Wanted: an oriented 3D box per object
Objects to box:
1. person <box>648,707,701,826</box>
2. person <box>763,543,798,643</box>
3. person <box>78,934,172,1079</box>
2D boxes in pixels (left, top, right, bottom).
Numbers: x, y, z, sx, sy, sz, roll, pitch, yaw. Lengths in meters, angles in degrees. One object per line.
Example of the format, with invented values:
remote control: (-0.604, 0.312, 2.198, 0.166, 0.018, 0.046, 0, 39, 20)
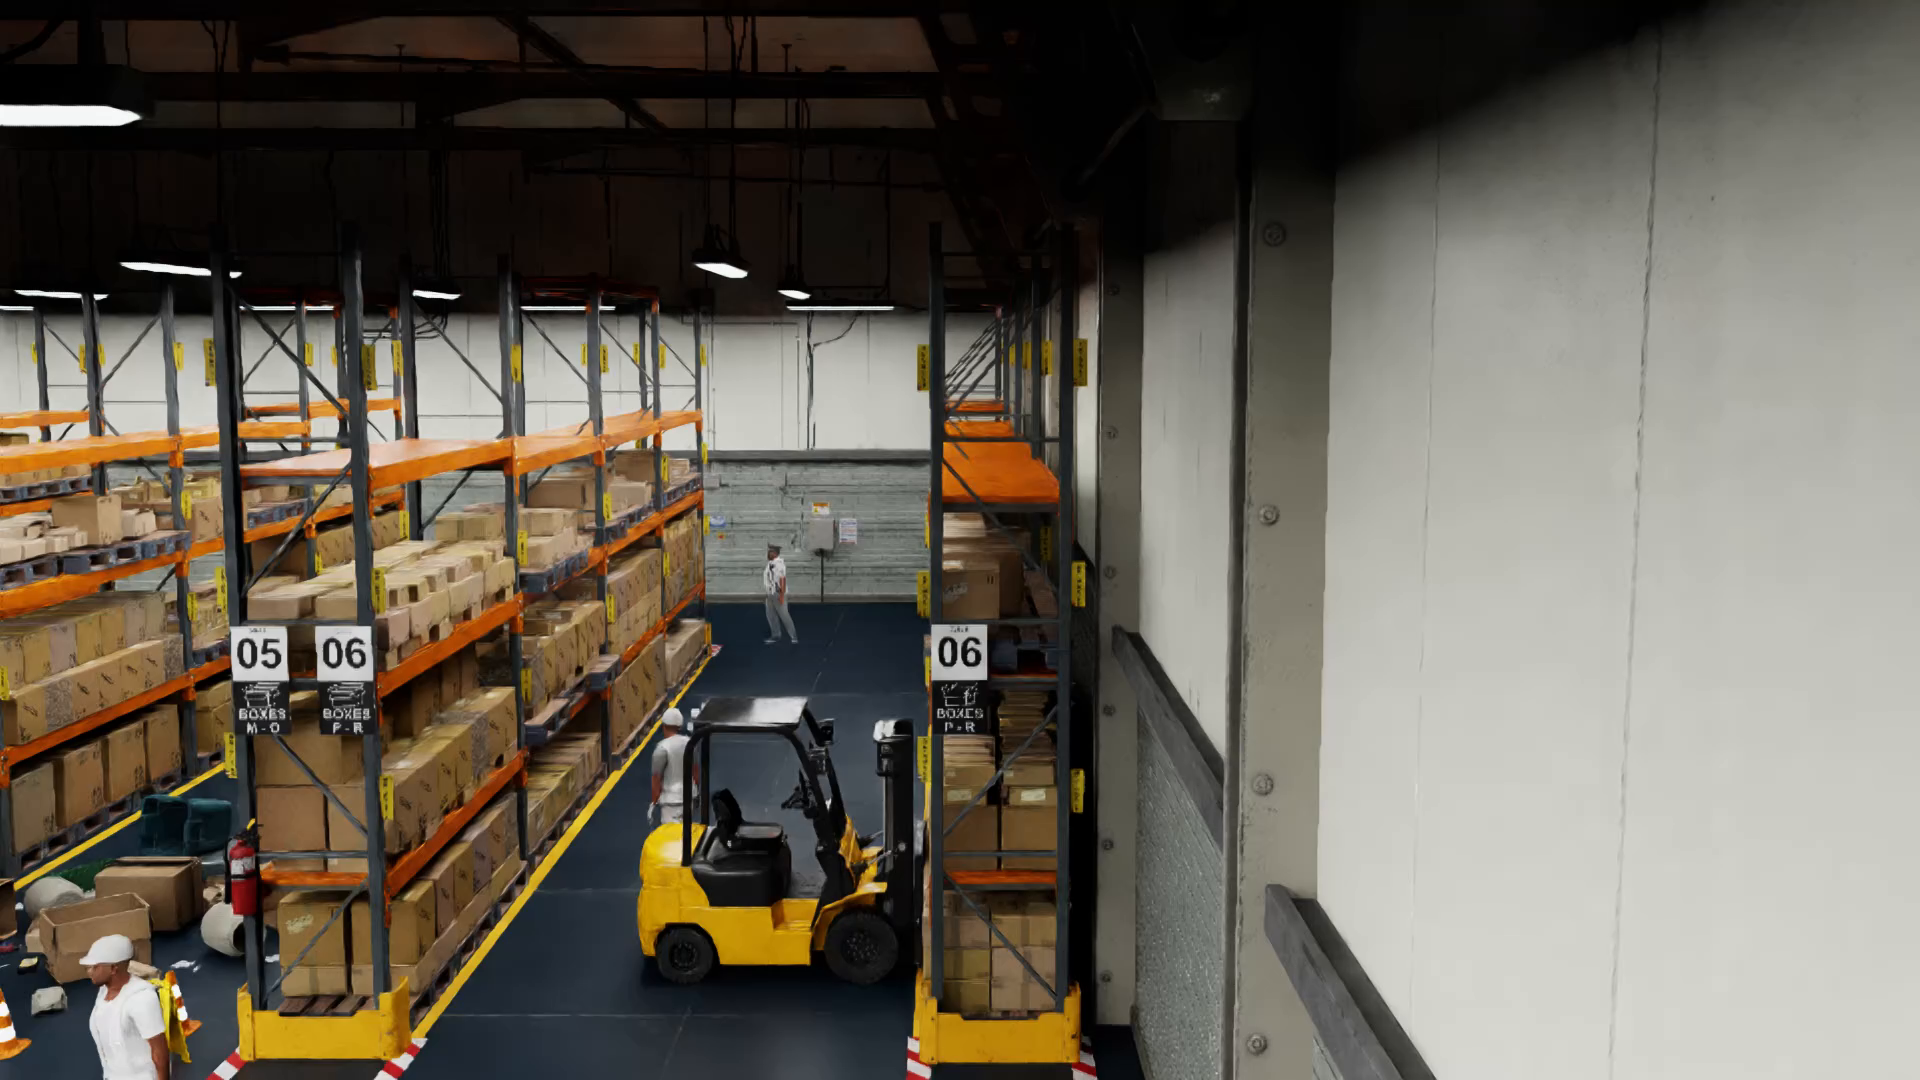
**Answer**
person: (-2.697, 2.447, 15.621, 0.577, 1.785, 0.655, 4, 8, 30)
person: (-3.139, 0.923, 29.022, 0.554, 1.746, 0.653, -4, 8, -28)
person: (-4.811, 3.163, 9.804, 0.615, 1.761, 0.577, 5, 9, 39)
